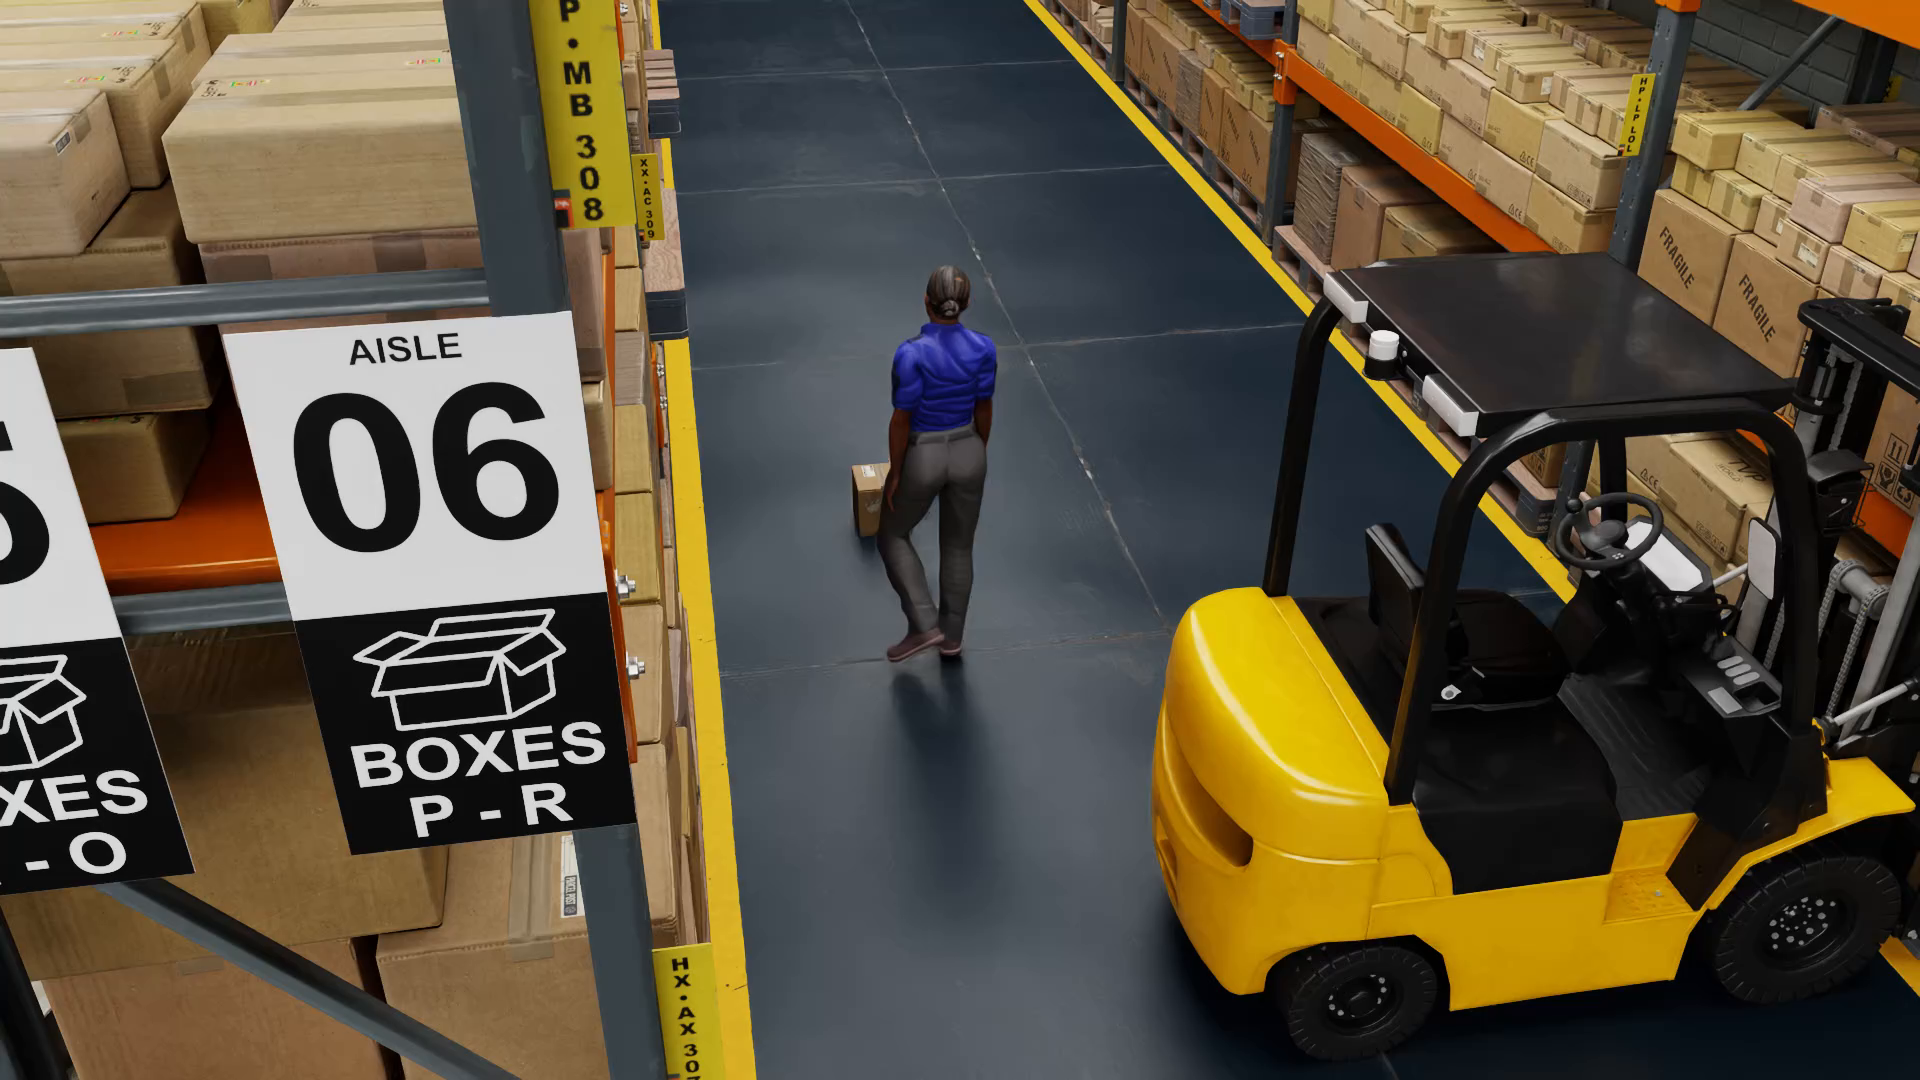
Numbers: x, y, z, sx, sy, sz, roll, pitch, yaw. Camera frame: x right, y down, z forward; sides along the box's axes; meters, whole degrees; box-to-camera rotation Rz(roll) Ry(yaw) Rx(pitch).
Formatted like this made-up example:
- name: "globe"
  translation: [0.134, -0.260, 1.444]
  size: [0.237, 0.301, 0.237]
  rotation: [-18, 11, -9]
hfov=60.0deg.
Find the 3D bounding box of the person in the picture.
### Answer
- name: "person"
  translation: [-0.078, -0.263, 6.535]
  size: [0.500, 1.649, 0.436]
  rotation: [-9, 32, -15]
